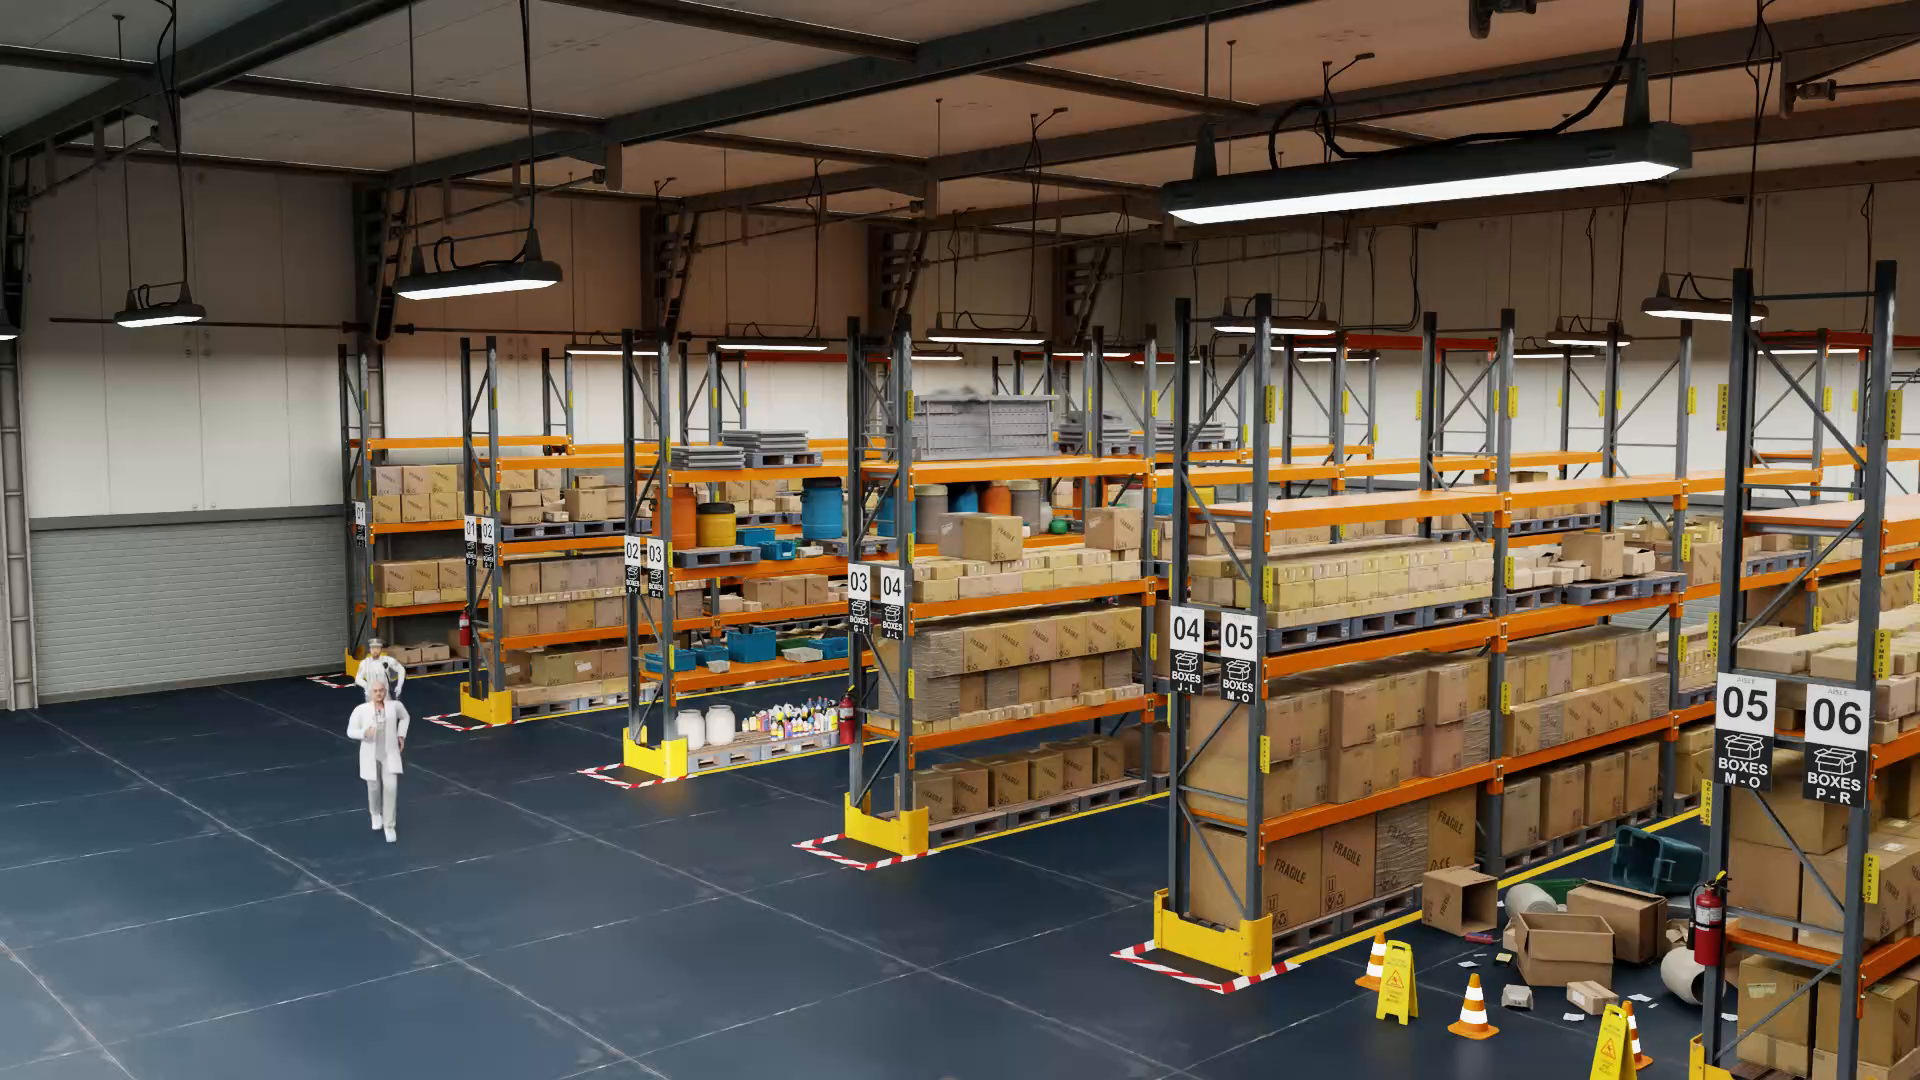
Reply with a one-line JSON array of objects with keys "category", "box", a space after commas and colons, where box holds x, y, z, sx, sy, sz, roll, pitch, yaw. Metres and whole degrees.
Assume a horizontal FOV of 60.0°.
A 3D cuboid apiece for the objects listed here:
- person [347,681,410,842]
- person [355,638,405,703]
[{"category": "person", "box": [-6.710, 2.522, 19.244, 0.701, 1.790, 0.907, -2, 6, -21]}, {"category": "person", "box": [-8.218, 2.232, 23.540, 0.638, 1.721, 0.674, -1, 5, -10]}]
